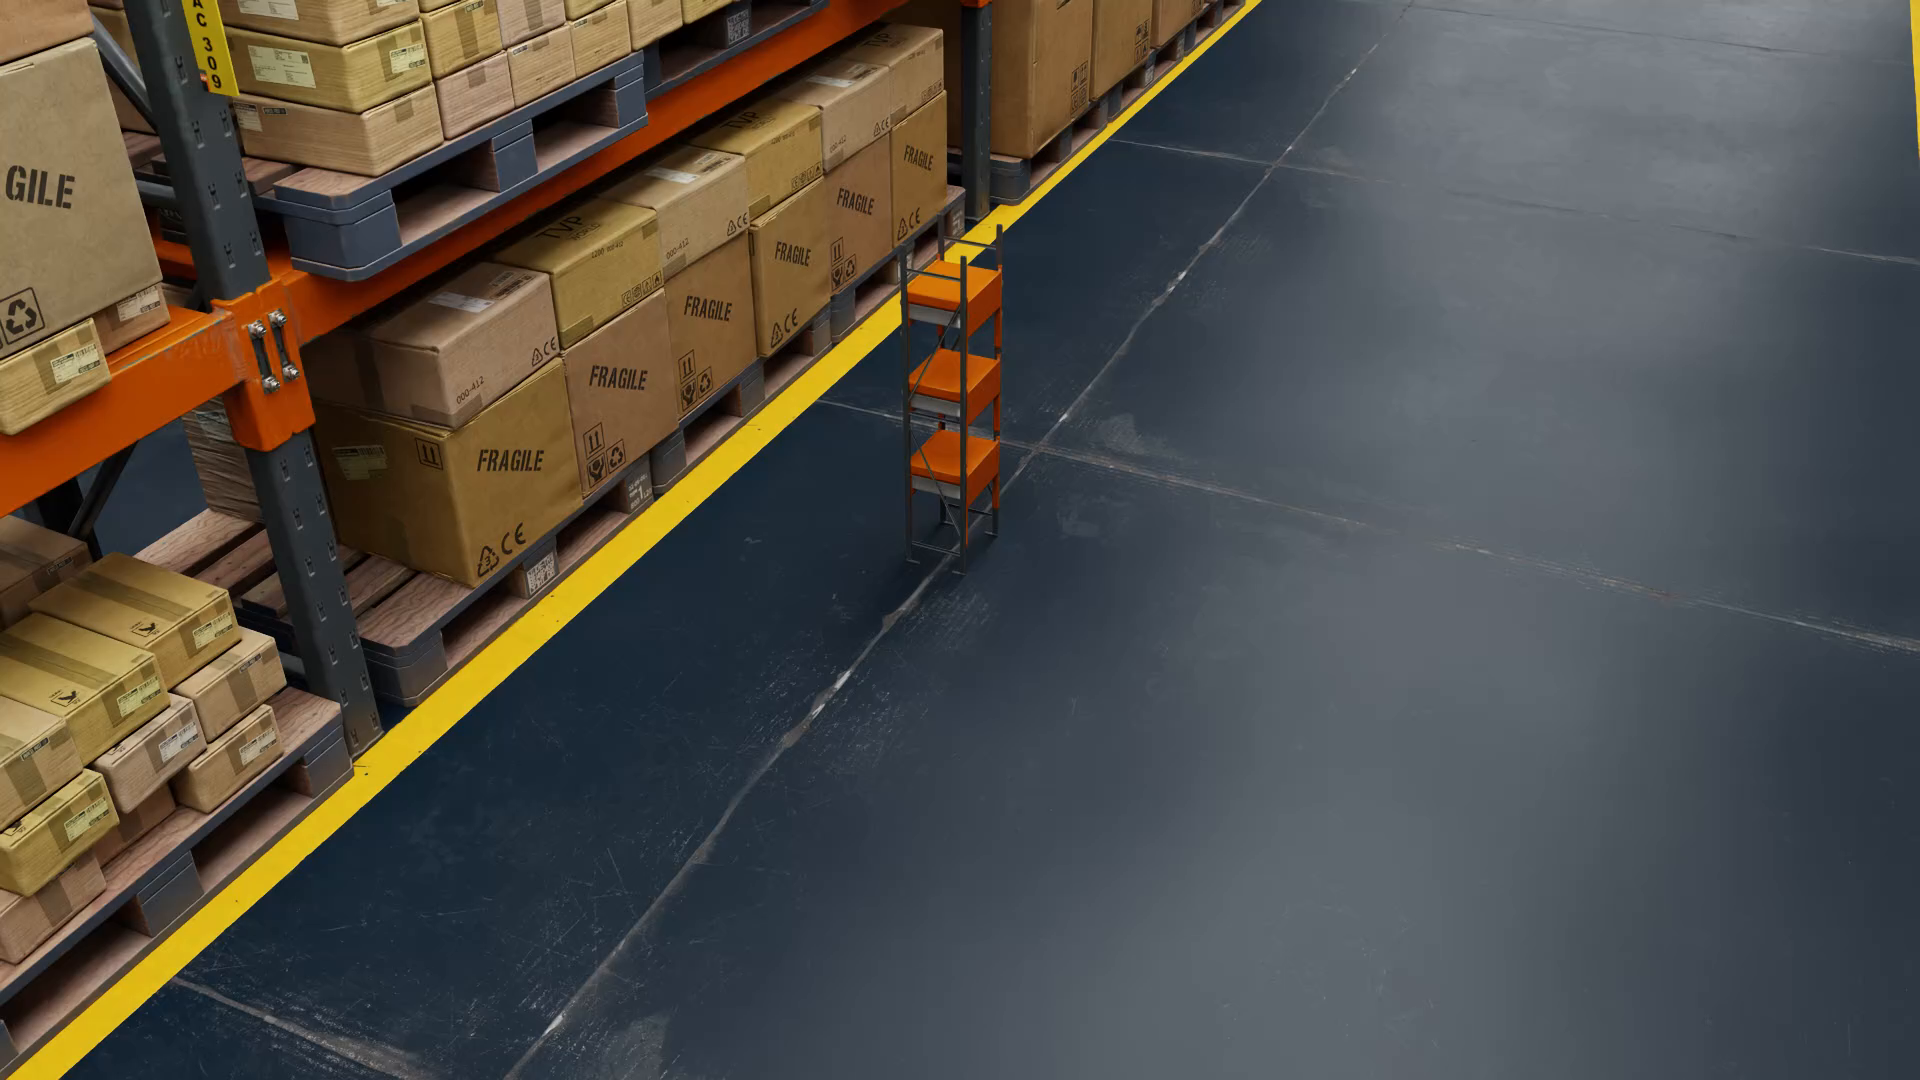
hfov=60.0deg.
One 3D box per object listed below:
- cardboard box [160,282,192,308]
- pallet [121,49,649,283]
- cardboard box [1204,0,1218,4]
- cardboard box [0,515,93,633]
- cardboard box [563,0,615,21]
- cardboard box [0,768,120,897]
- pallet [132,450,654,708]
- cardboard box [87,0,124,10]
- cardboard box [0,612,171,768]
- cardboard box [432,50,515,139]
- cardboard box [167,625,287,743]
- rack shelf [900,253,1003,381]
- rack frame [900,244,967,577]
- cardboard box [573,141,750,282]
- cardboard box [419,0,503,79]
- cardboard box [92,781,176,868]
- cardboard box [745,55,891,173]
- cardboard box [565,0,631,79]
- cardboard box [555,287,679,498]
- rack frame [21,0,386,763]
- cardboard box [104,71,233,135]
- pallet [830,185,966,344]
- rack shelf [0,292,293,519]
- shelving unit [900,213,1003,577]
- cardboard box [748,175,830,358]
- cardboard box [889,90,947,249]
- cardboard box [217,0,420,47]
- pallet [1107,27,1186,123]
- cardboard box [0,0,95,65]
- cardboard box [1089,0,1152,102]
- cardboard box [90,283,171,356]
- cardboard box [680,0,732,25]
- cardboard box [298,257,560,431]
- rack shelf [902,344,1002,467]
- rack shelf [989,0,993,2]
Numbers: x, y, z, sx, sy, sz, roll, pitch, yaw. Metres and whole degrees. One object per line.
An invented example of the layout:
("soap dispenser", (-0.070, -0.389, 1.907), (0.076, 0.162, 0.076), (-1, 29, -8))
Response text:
("cardboard box", (-1.936, -0.687, 4.775), (0.500, 0.250, 0.500), (13, 36, 19))
("pallet", (-1.566, -1.081, 4.338), (1.003, 0.211, 1.213), (14, 36, 20))
("cardboard box", (1.151, -3.703, 9.831), (1.050, 0.750, 0.750), (14, 36, 20))
("cardboard box", (-2.351, 0.078, 4.070), (0.380, 0.149, 0.250), (16, 36, 22))
("cardboard box", (-1.113, -1.487, 4.358), (0.380, 0.149, 0.250), (13, 35, 18))
("cardboard box", (-2.059, 0.583, 3.571), (0.380, 0.149, 0.250), (13, 35, 19))
("pallet", (-1.694, -0.036, 5.112), (1.003, 0.211, 1.213), (14, 36, 20))
("cardboard box", (-2.028, -1.378, 3.920), (0.380, 0.149, 0.250), (16, 36, 23))
("cardboard box", (-2.002, 0.327, 3.690), (0.380, 0.149, 0.250), (15, 36, 21))
("cardboard box", (-1.325, -1.115, 4.060), (0.380, 0.149, 0.250), (15, 36, 21))
("cardboard box", (-1.861, 0.308, 3.990), (0.380, 0.149, 0.250), (15, 36, 21))
("rack shelf", (-0.022, -0.641, 4.772), (0.215, 0.259, 0.240), (14, 36, 20))
("rack frame", (-0.073, -0.352, 4.829), (0.200, 1.050, 0.008), (14, 36, 20))
("cardboard box", (-1.031, -1.084, 5.380), (0.500, 0.250, 0.500), (16, 36, 22))
("cardboard box", (-1.329, -1.229, 3.964), (0.380, 0.149, 0.250), (13, 36, 20))
("cardboard box", (-2.058, 0.586, 3.837), (0.380, 0.149, 0.250), (15, 36, 22))
("cardboard box", (-0.594, -1.595, 6.160), (0.500, 0.250, 0.500), (15, 36, 21))
("cardboard box", (-1.111, -1.363, 4.439), (0.380, 0.149, 0.250), (15, 36, 21))
("cardboard box", (-1.248, -0.515, 5.197), (0.500, 0.500, 0.500), (16, 36, 23))
("rack frame", (-2.018, -0.814, 3.756), (1.000, 3.000, 0.127), (14, 36, 20))
("cardboard box", (-2.032, -1.128, 4.080), (0.380, 0.149, 0.250), (13, 36, 19))
("pallet", (-0.673, -1.251, 6.966), (1.003, 0.211, 1.213), (14, 36, 20))
("rack shelf", (-2.855, 0.483, 2.434), (1.077, 0.370, 4.000), (14, 36, 20))
("shelving unit", (-0.022, -0.412, 4.921), (0.215, 1.050, 0.252), (14, 36, 20))
("cardboard box", (-0.810, -1.024, 5.973), (0.500, 0.500, 0.500), (13, 35, 18))
("cardboard box", (-0.383, -1.549, 6.773), (0.500, 0.500, 0.500), (14, 36, 20))
("cardboard box", (-1.436, -1.224, 3.685), (0.380, 0.149, 0.250), (16, 37, 23))
("pallet", (0.565, -2.621, 9.054), (1.003, 0.211, 1.213), (14, 36, 20))
("cardboard box", (-1.969, -1.102, 2.921), (0.500, 0.500, 0.500), (13, 35, 19))
("cardboard box", (0.354, -2.760, 8.392), (1.050, 0.750, 0.750), (15, 36, 21))
("cardboard box", (-1.925, -0.513, 3.526), (0.380, 0.149, 0.250), (14, 36, 20))
("cardboard box", (-0.894, -1.627, 4.842), (0.380, 0.149, 0.250), (14, 36, 20))
("cardboard box", (-1.469, -0.565, 4.589), (0.500, 0.250, 0.500), (13, 35, 18))
("rack shelf", (-0.022, -0.404, 4.927), (0.215, 0.259, 0.240), (14, 36, 20))
("rack shelf", (0.492, -3.501, 8.510), (1.077, 0.370, 4.000), (14, 36, 20))
